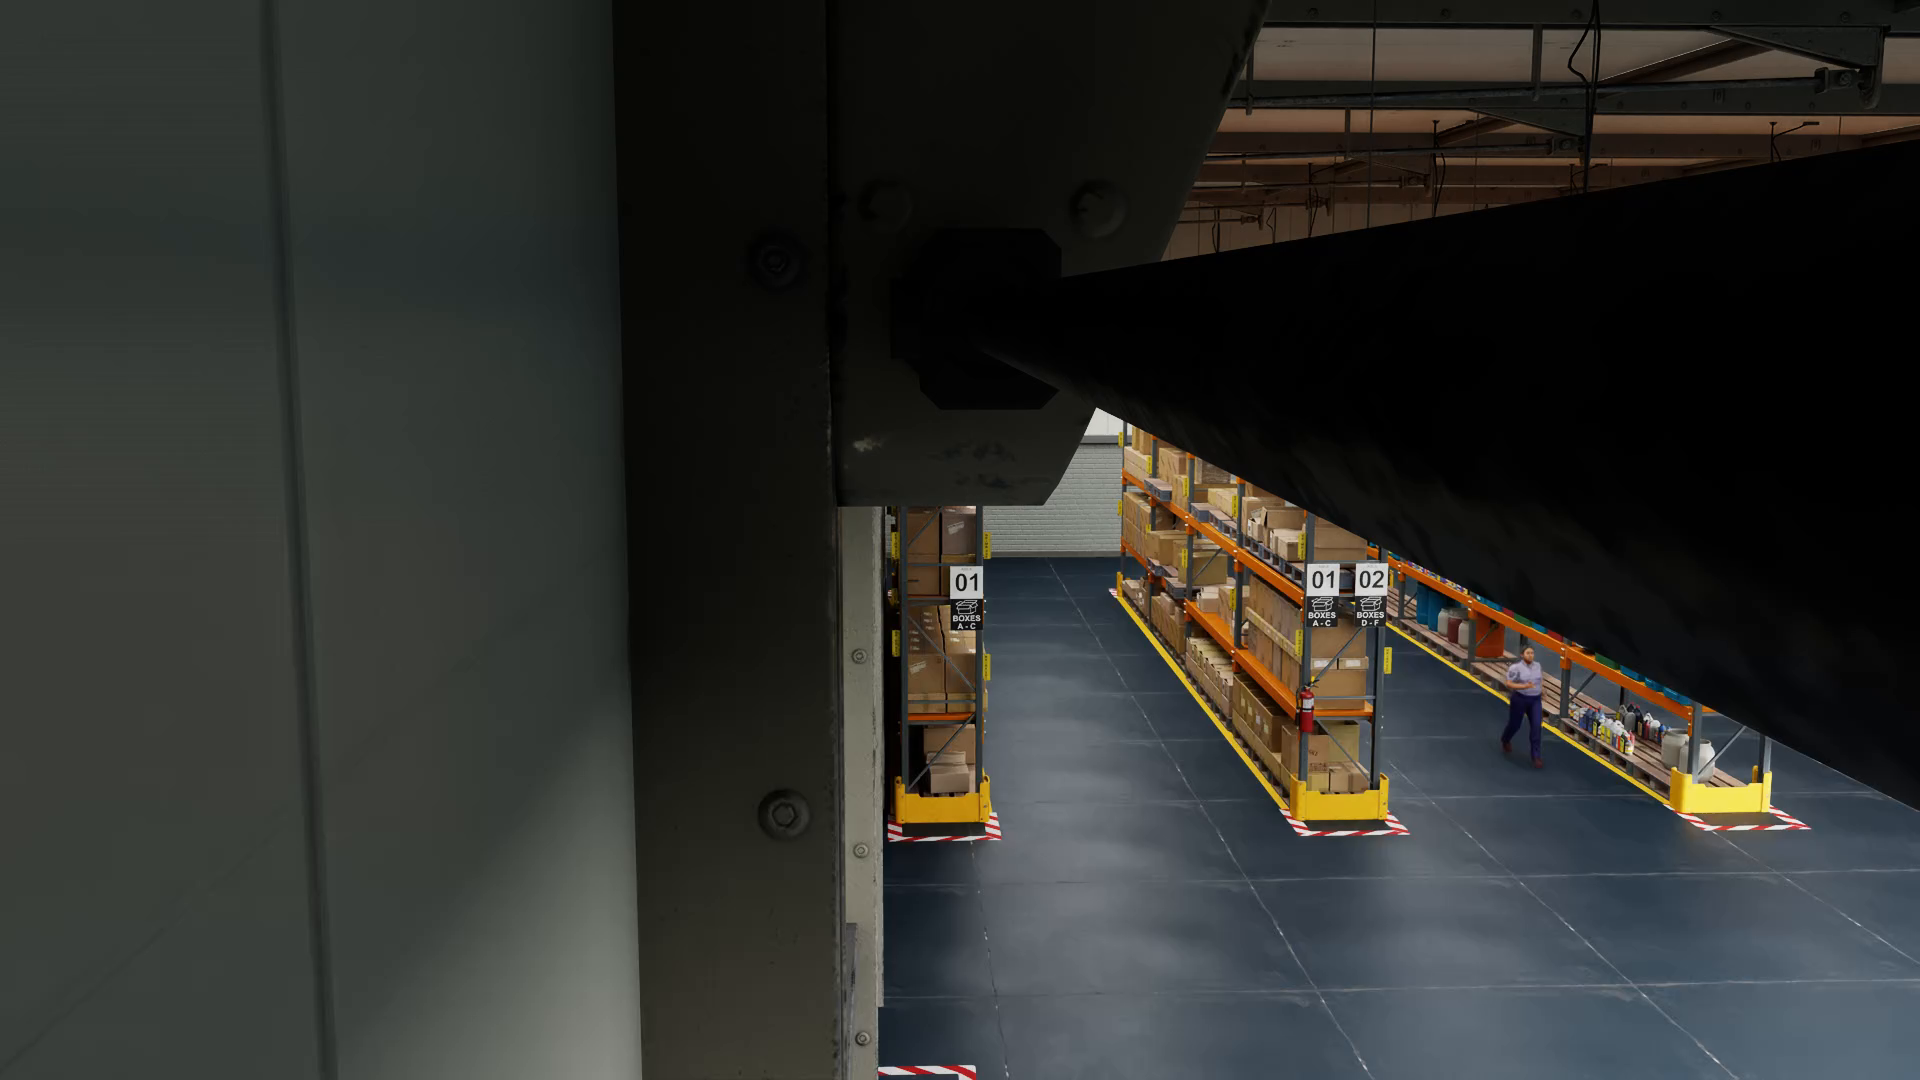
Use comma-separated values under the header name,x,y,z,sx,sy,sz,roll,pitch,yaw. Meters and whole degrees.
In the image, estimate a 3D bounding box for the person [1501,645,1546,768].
name,x,y,z,sx,sy,sz,roll,pitch,yaw
person,7.866,2.264,23.120,0.607,1.632,0.941,-1,8,-4
